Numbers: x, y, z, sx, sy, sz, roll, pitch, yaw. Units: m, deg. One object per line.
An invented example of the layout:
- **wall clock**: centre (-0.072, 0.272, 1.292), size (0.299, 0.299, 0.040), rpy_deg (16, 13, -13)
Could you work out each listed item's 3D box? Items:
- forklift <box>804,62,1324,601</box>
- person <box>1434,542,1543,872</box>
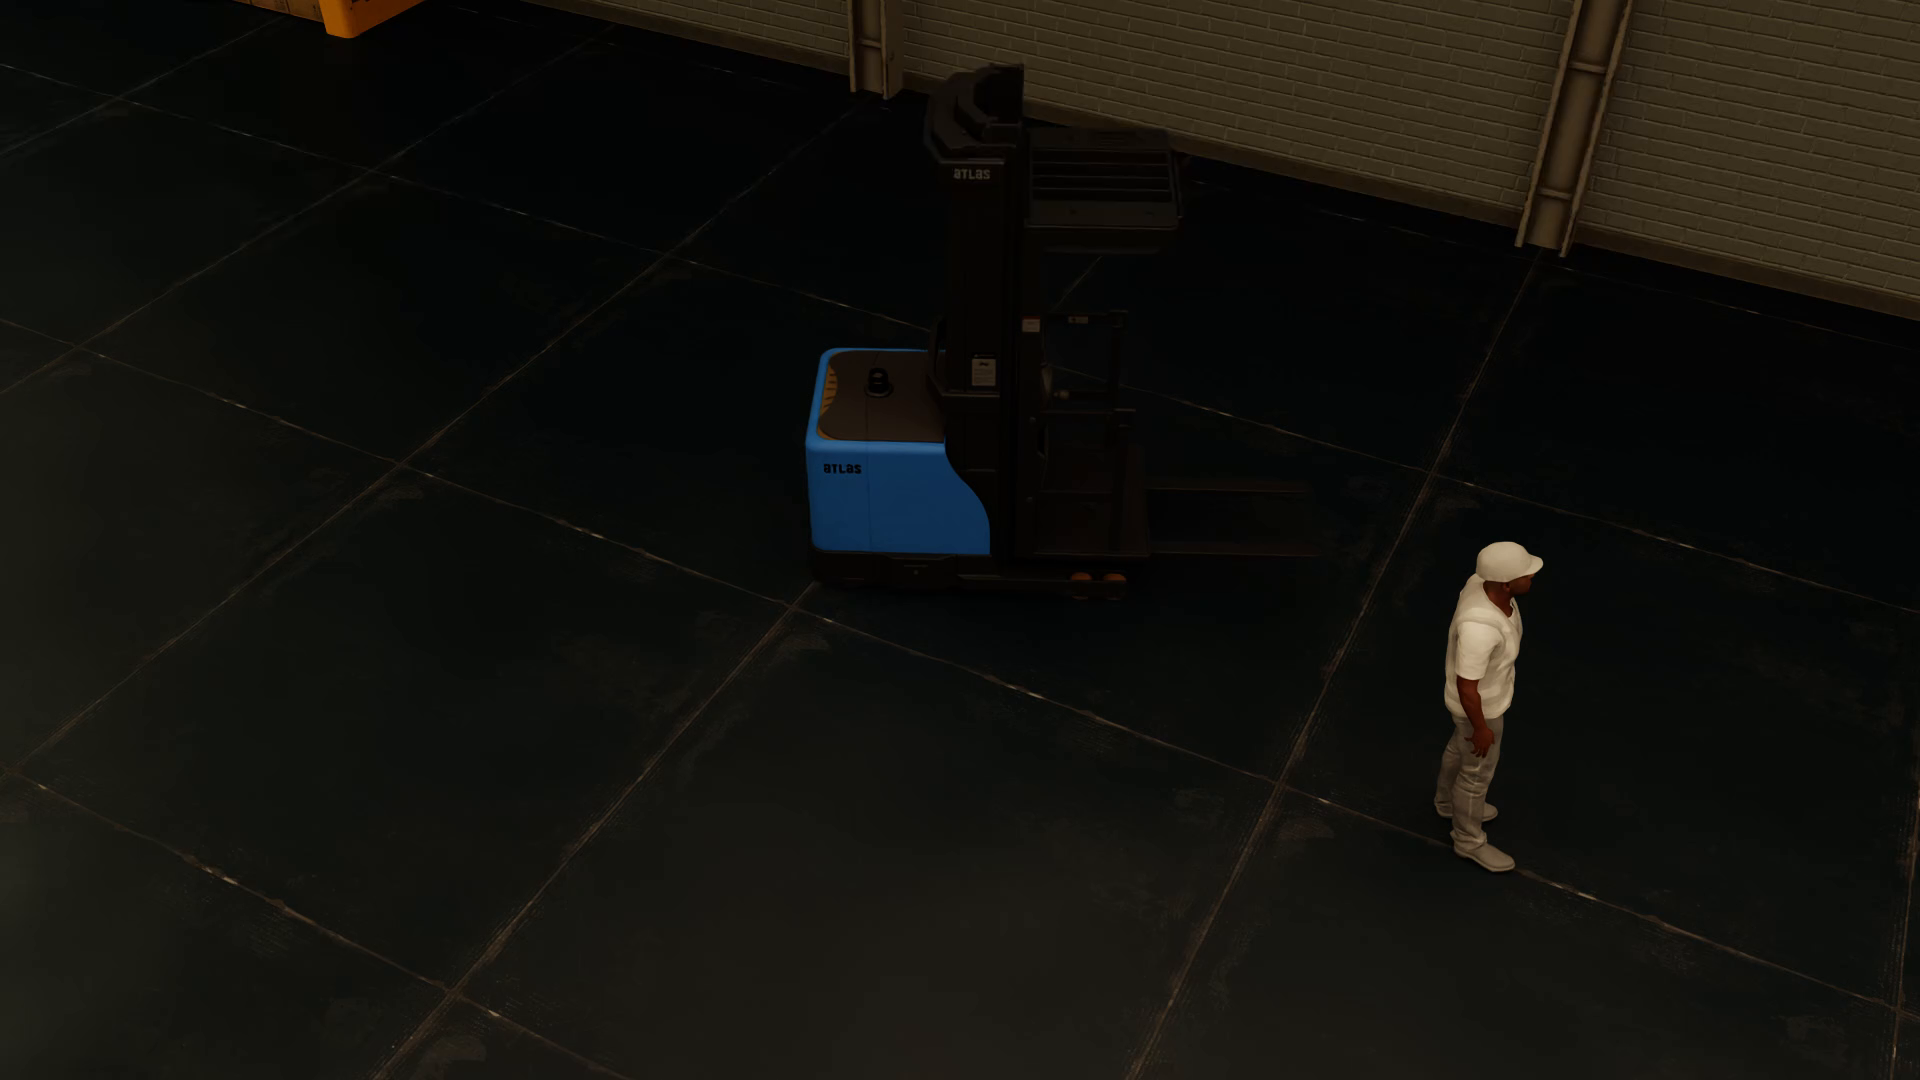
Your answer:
- **forklift**: centre (0.646, -1.114, 9.309), size (3.031, 2.935, 1.130), rpy_deg (1, 40, 2)
- **person**: centre (2.574, 0.751, 7.988), size (0.577, 1.766, 0.666), rpy_deg (13, 42, 14)
